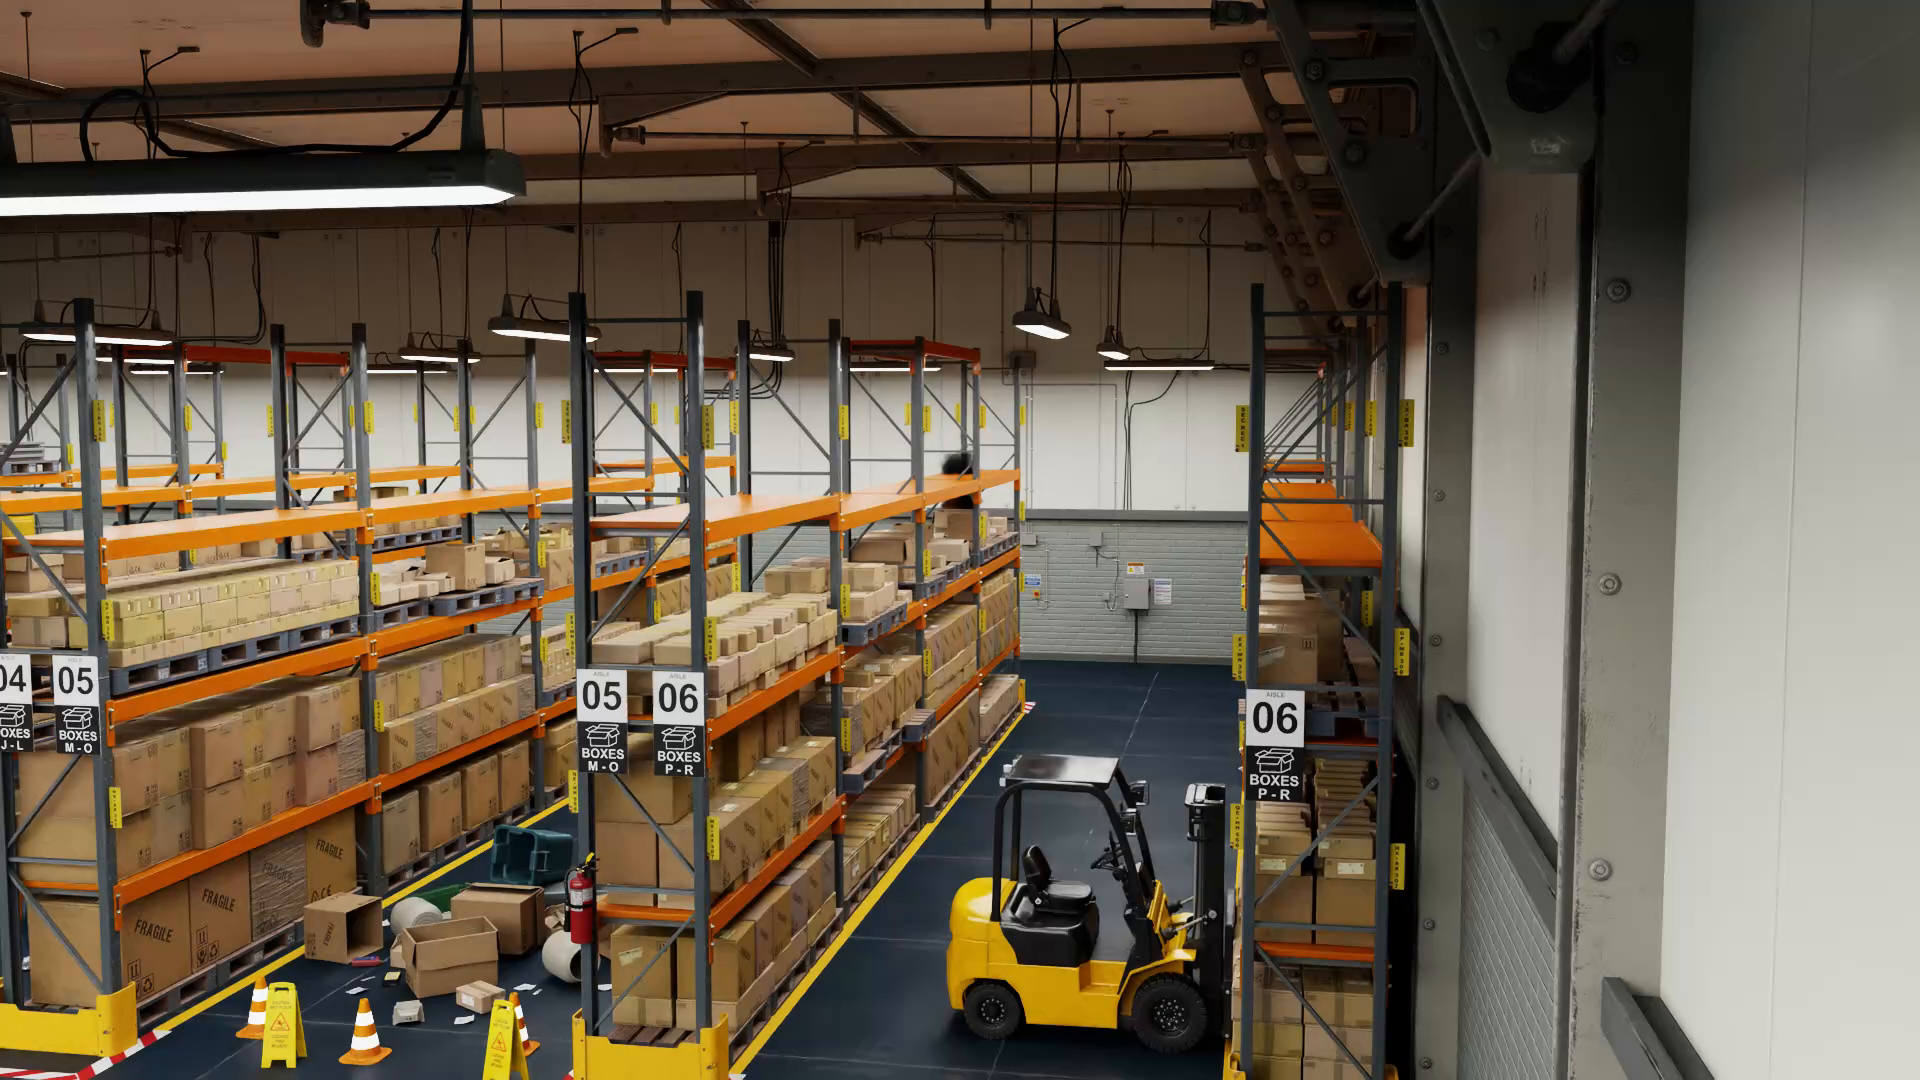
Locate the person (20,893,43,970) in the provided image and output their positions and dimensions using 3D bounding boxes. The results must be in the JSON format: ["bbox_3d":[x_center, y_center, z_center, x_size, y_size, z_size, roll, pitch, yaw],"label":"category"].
[{"bbox_3d":[-8.577,3.138,15.482,0.547,1.563,0.755,0,5,-2],"label":"person"}]
